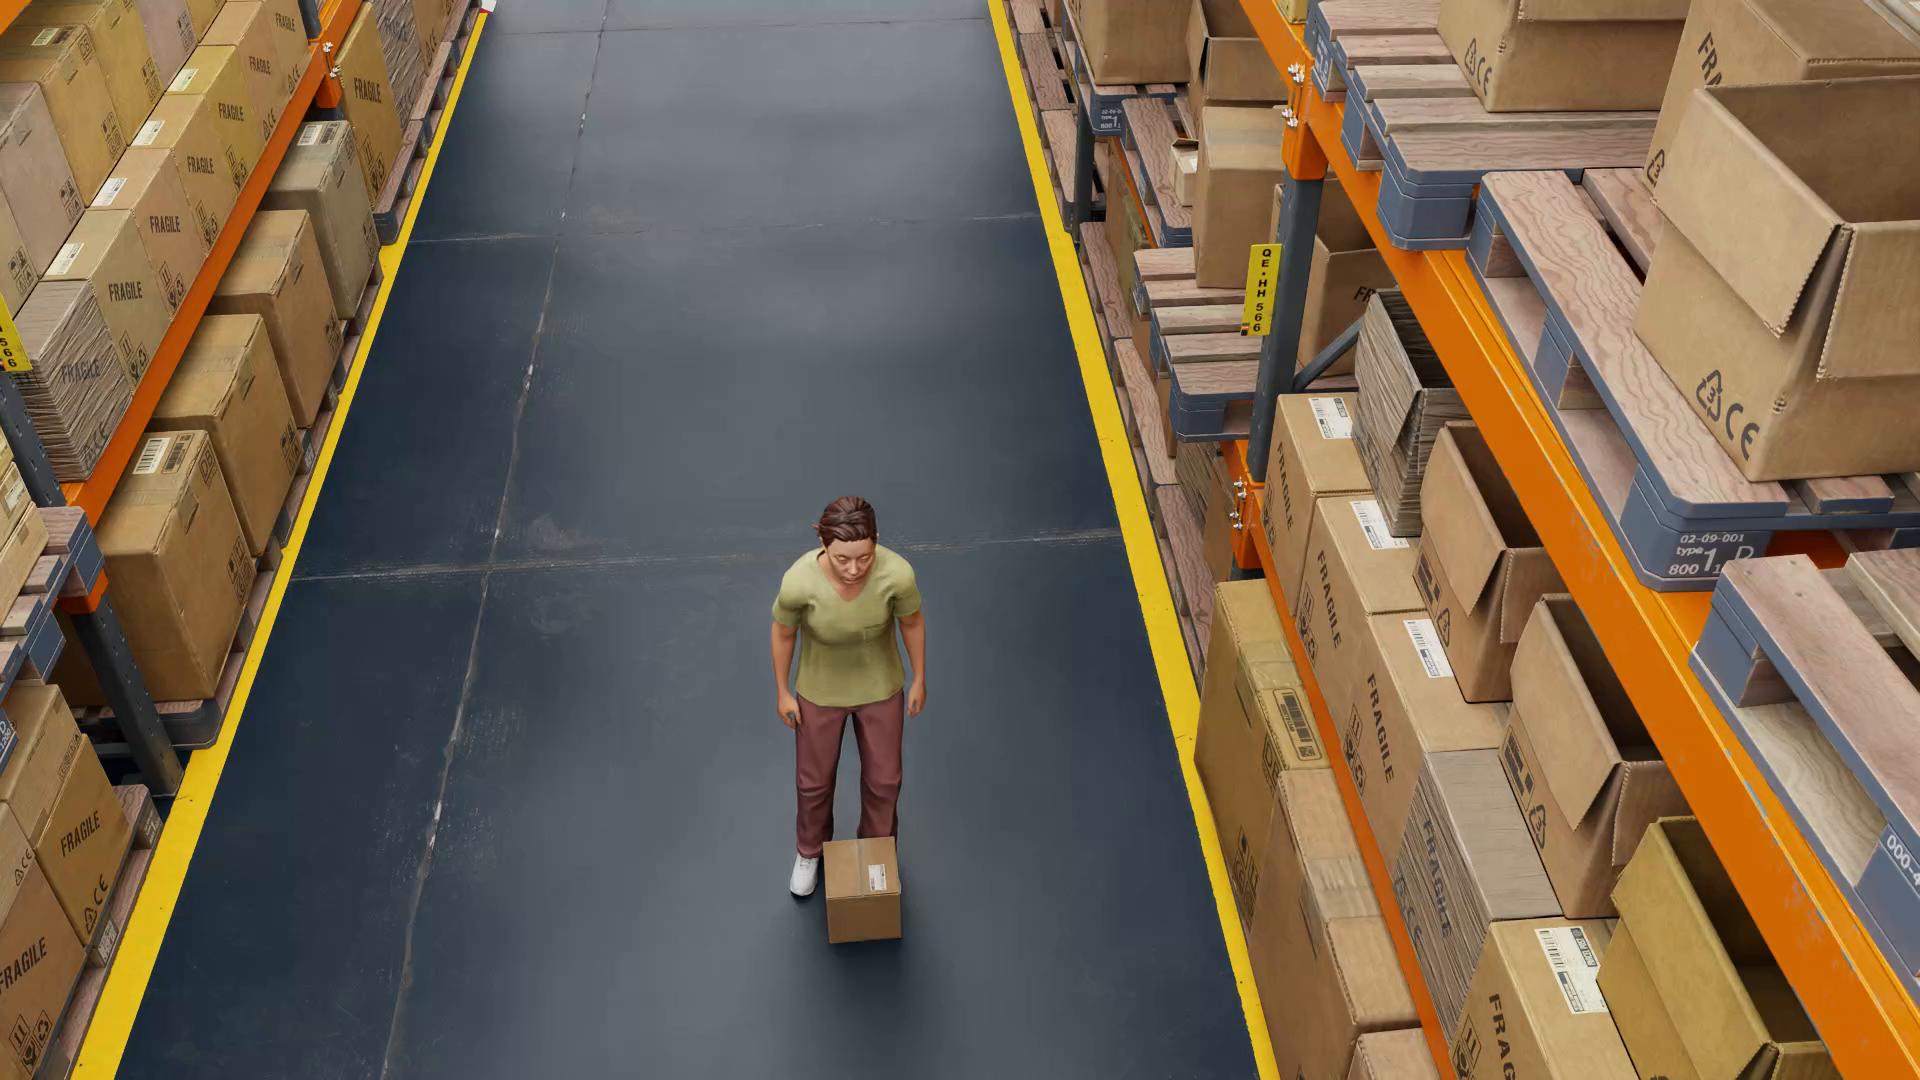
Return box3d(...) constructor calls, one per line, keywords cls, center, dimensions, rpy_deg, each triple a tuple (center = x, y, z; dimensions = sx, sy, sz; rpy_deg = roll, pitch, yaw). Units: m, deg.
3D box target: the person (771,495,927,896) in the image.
box3d(cls="person", center=(-0.360, 0.529, 5.509), dimensions=(0.519, 1.673, 0.408), rpy_deg=(-5, 40, -6))
